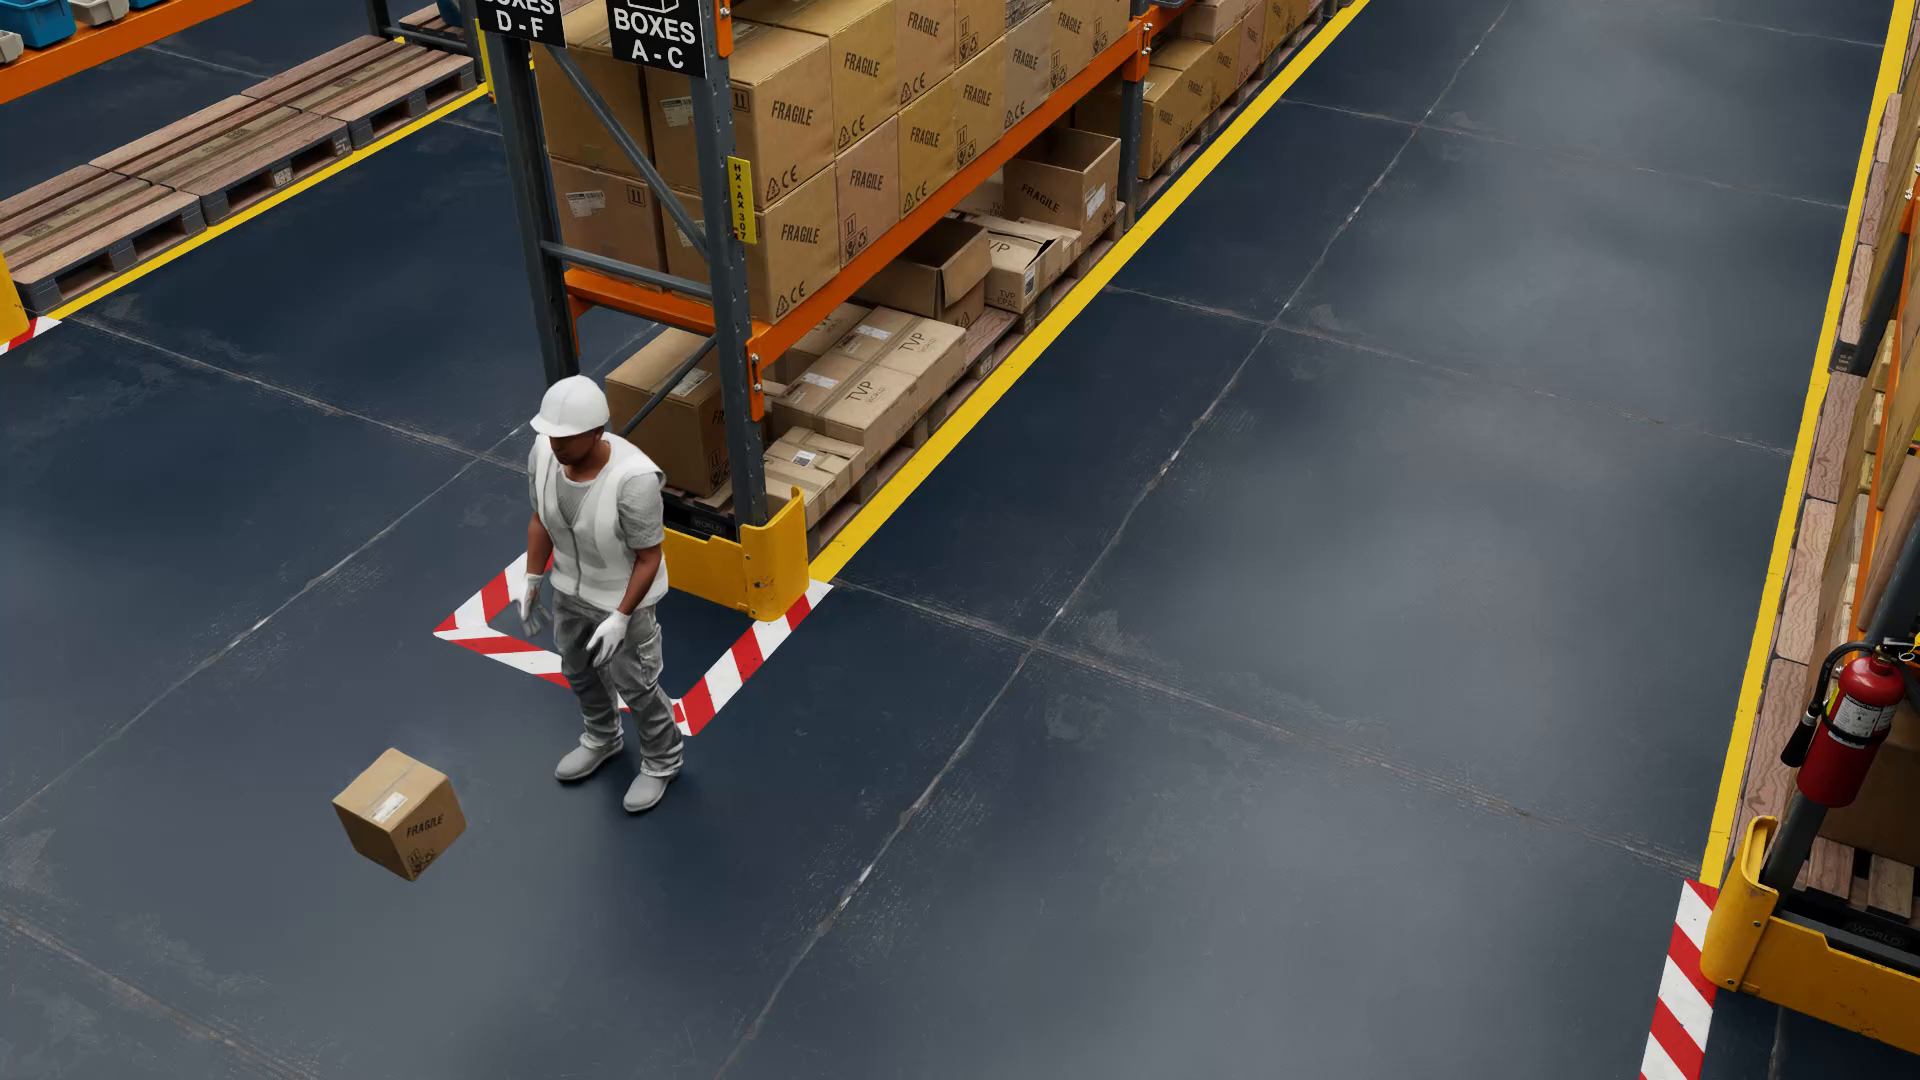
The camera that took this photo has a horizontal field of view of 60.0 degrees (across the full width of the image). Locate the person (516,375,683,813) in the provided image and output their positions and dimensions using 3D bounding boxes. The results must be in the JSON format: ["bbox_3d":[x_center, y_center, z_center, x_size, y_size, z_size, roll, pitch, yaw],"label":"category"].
[{"bbox_3d":[-1.273,0.204,5.867,0.555,1.787,0.469,20,42,24],"label":"person"}]
